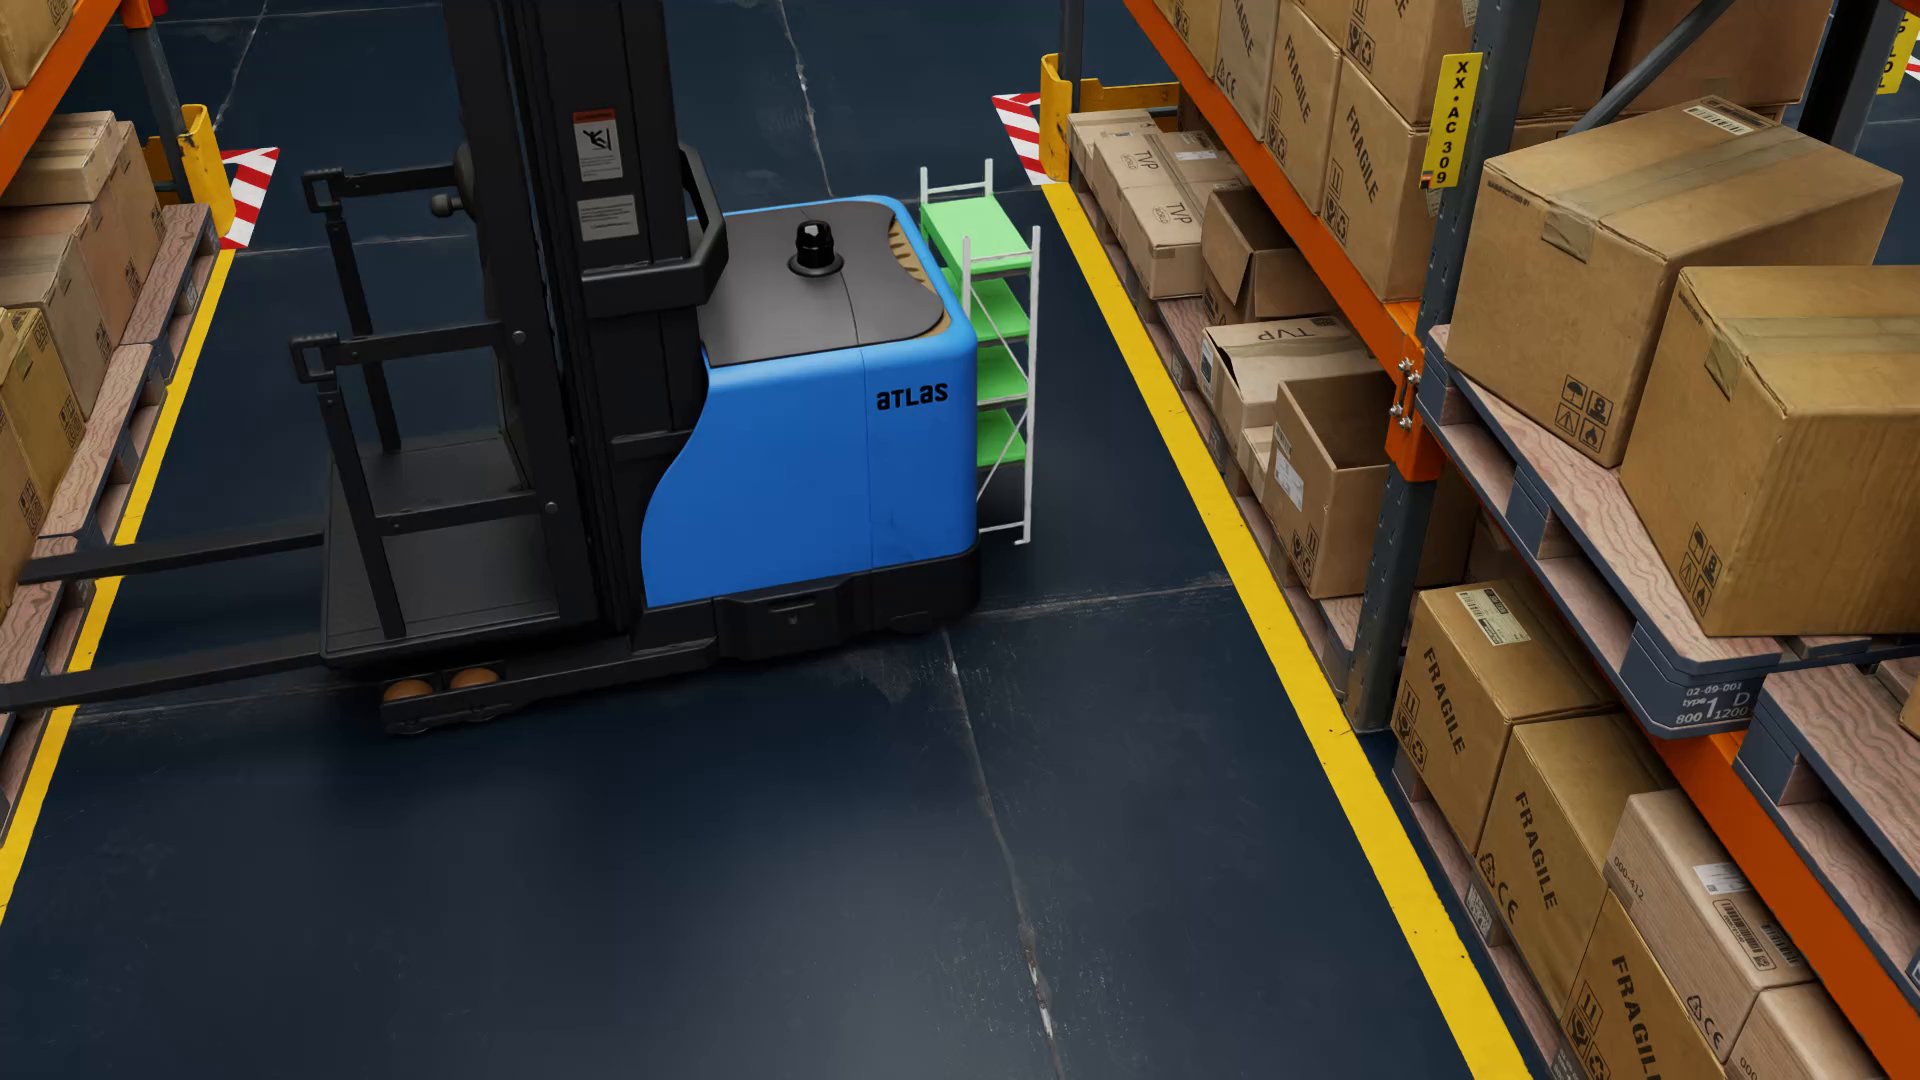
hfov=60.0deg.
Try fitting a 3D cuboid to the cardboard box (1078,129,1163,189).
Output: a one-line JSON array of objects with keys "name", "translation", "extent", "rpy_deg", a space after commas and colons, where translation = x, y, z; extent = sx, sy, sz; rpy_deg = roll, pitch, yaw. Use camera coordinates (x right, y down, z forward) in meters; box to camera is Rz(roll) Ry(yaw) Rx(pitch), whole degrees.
[{"name": "cardboard box", "translation": [0.746, -1.716, 7.465], "extent": [0.380, 0.166, 0.250], "rpy_deg": [-6, 38, -8]}]

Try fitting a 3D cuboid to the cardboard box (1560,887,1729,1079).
[{"name": "cardboard box", "translation": [1.698, 1.069, 3.608], "extent": [0.500, 0.500, 0.500], "rpy_deg": [-6, 38, -7]}]

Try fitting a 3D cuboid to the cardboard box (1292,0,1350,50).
[{"name": "cardboard box", "translation": [1.233, -1.707, 4.606], "extent": [0.500, 0.500, 0.500], "rpy_deg": [-7, 38, -9]}]

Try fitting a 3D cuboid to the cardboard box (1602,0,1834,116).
[{"name": "cardboard box", "translation": [1.863, -1.435, 4.256], "extent": [0.500, 0.500, 0.500], "rpy_deg": [-5, 38, -7]}]

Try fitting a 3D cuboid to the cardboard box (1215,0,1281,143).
[{"name": "cardboard box", "translation": [1.144, -1.621, 5.310], "extent": [0.500, 0.500, 0.500], "rpy_deg": [-5, 38, -7]}]

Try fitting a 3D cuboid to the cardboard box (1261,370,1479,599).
[{"name": "cardboard box", "translation": [1.290, -0.186, 5.224], "extent": [0.500, 0.500, 0.500], "rpy_deg": [-6, 38, -8]}]

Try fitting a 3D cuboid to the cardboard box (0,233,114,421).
[{"name": "cardboard box", "translation": [-3.511, -0.728, 5.937], "extent": [0.700, 0.500, 0.500], "rpy_deg": [-7, 38, -9]}]

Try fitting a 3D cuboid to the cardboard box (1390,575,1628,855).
[{"name": "cardboard box", "translation": [1.514, 0.446, 4.410], "extent": [0.500, 0.500, 0.500], "rpy_deg": [-8, 39, -10]}]

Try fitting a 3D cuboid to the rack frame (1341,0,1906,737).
[{"name": "rack frame", "translation": [1.669, -0.686, 4.188], "extent": [1.000, 3.000, 0.127], "rpy_deg": [-6, 38, -8]}]

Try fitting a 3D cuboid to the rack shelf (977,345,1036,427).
[{"name": "rack shelf", "translation": [0.057, -0.543, 5.575], "extent": [0.258, 0.148, 0.480], "rpy_deg": [-10, 39, -13]}]

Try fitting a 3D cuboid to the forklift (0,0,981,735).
[{"name": "forklift", "translation": [-1.510, -0.935, 4.564], "extent": [3.031, 2.935, 1.130], "rpy_deg": [-10, 39, -12]}]

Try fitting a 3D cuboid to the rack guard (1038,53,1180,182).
[{"name": "rack guard", "translation": [0.981, -2.069, 8.006], "extent": [1.175, 0.500, 0.348], "rpy_deg": [-6, 38, -8]}]

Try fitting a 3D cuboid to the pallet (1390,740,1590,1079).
[{"name": "pallet", "translation": [1.849, 0.902, 4.417], "extent": [1.003, 0.211, 1.213], "rpy_deg": [-6, 38, -8]}]

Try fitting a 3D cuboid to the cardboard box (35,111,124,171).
[{"name": "cardboard box", "translation": [-3.486, -1.532, 6.443], "extent": [0.380, 0.149, 0.250], "rpy_deg": [-7, 38, -8]}]

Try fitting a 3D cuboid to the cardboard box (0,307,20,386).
[{"name": "cardboard box", "translation": [-3.210, -0.590, 5.231], "extent": [0.380, 0.149, 0.250], "rpy_deg": [-7, 38, -9]}]

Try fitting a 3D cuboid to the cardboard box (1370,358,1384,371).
[{"name": "cardboard box", "translation": [1.647, -0.539, 5.950], "extent": [0.380, 0.166, 0.250], "rpy_deg": [-6, 38, -8]}]

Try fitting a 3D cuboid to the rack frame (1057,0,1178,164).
[{"name": "rack frame", "translation": [0.967, -3.102, 7.298], "extent": [1.000, 3.000, 0.127], "rpy_deg": [-6, 38, -8]}]

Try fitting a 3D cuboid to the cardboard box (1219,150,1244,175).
[{"name": "cardboard box", "translation": [1.288, -1.601, 7.316], "extent": [0.380, 0.166, 0.250], "rpy_deg": [-6, 38, -8]}]

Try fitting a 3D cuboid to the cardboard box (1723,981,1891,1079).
[{"name": "cardboard box", "translation": [1.777, 1.056, 3.013], "extent": [0.500, 0.250, 0.500], "rpy_deg": [-7, 38, -9]}]

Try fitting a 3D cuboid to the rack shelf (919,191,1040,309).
[{"name": "rack shelf", "translation": [0.057, -0.922, 5.280], "extent": [0.258, 0.148, 0.480], "rpy_deg": [-10, 39, -13]}]

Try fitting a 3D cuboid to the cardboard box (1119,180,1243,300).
[{"name": "cardboard box", "translation": [0.959, -1.227, 6.767], "extent": [0.500, 0.250, 0.500], "rpy_deg": [-6, 38, -8]}]

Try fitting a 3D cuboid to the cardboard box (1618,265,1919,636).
[{"name": "cardboard box", "translation": [1.715, -0.173, 3.104], "extent": [0.700, 0.500, 0.500], "rpy_deg": [-1, 38, -1]}]

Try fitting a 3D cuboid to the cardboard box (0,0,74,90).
[{"name": "cardboard box", "translation": [-3.671, -1.940, 5.558], "extent": [0.980, 0.700, 0.700], "rpy_deg": [-7, 38, -8]}]

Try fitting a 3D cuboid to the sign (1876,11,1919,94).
[{"name": "sign", "translation": [2.215, -1.205, 3.913], "extent": [0.100, 0.325, 0.005], "rpy_deg": [-6, 38, -8]}]

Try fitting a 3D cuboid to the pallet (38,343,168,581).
[{"name": "pallet", "translation": [-3.481, -0.256, 5.907], "extent": [1.003, 0.211, 1.213], "rpy_deg": [-6, 38, -8]}]

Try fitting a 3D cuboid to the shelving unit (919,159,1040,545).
[{"name": "shelving unit", "translation": [0.057, -0.593, 5.535], "extent": [0.258, 1.200, 0.503], "rpy_deg": [-10, 39, -13]}]

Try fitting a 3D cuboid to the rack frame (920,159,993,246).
[{"name": "rack frame", "translation": [-0.011, -0.737, 5.721], "extent": [0.240, 1.200, 0.015], "rpy_deg": [-10, 39, -13]}]

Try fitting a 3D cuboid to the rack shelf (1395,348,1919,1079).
[{"name": "rack shelf", "translation": [2.019, 0.806, 2.854], "extent": [1.077, 0.370, 4.000], "rpy_deg": [-6, 38, -8]}]

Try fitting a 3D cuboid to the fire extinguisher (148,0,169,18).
[{"name": "fire extinguisher", "translation": [-3.481, -2.530, 6.929], "extent": [0.296, 0.674, 0.183], "rpy_deg": [-6, 38, -8]}]

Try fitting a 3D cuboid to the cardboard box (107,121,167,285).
[{"name": "cardboard box", "translation": [-3.688, -1.334, 6.717], "extent": [0.700, 0.500, 0.500], "rpy_deg": [-6, 38, -8]}]

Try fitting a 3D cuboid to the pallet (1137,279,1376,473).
[{"name": "pallet", "translation": [1.332, -0.738, 6.528], "extent": [1.003, 0.211, 1.213], "rpy_deg": [-6, 38, -8]}]

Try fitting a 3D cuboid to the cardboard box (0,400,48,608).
[{"name": "cardboard box", "translation": [-3.323, -0.096, 5.124], "extent": [0.700, 0.500, 0.500], "rpy_deg": [-7, 38, -8]}]

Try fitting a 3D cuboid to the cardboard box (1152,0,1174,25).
[{"name": "cardboard box", "translation": [0.967, -2.231, 6.095], "extent": [0.500, 0.500, 0.500], "rpy_deg": [-6, 38, -8]}]

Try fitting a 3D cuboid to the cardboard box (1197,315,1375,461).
[{"name": "cardboard box", "translation": [1.158, -0.565, 5.865], "extent": [0.500, 0.311, 0.500], "rpy_deg": [-6, 38, -8]}]

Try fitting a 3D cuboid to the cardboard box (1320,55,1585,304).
[{"name": "cardboard box", "translation": [1.328, -1.000, 4.511], "extent": [0.500, 0.500, 0.500], "rpy_deg": [-6, 38, -7]}]

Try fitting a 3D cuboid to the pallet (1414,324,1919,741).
[{"name": "pallet", "translation": [1.701, -0.116, 3.611], "extent": [1.003, 0.211, 1.213], "rpy_deg": [-6, 38, -8]}]
